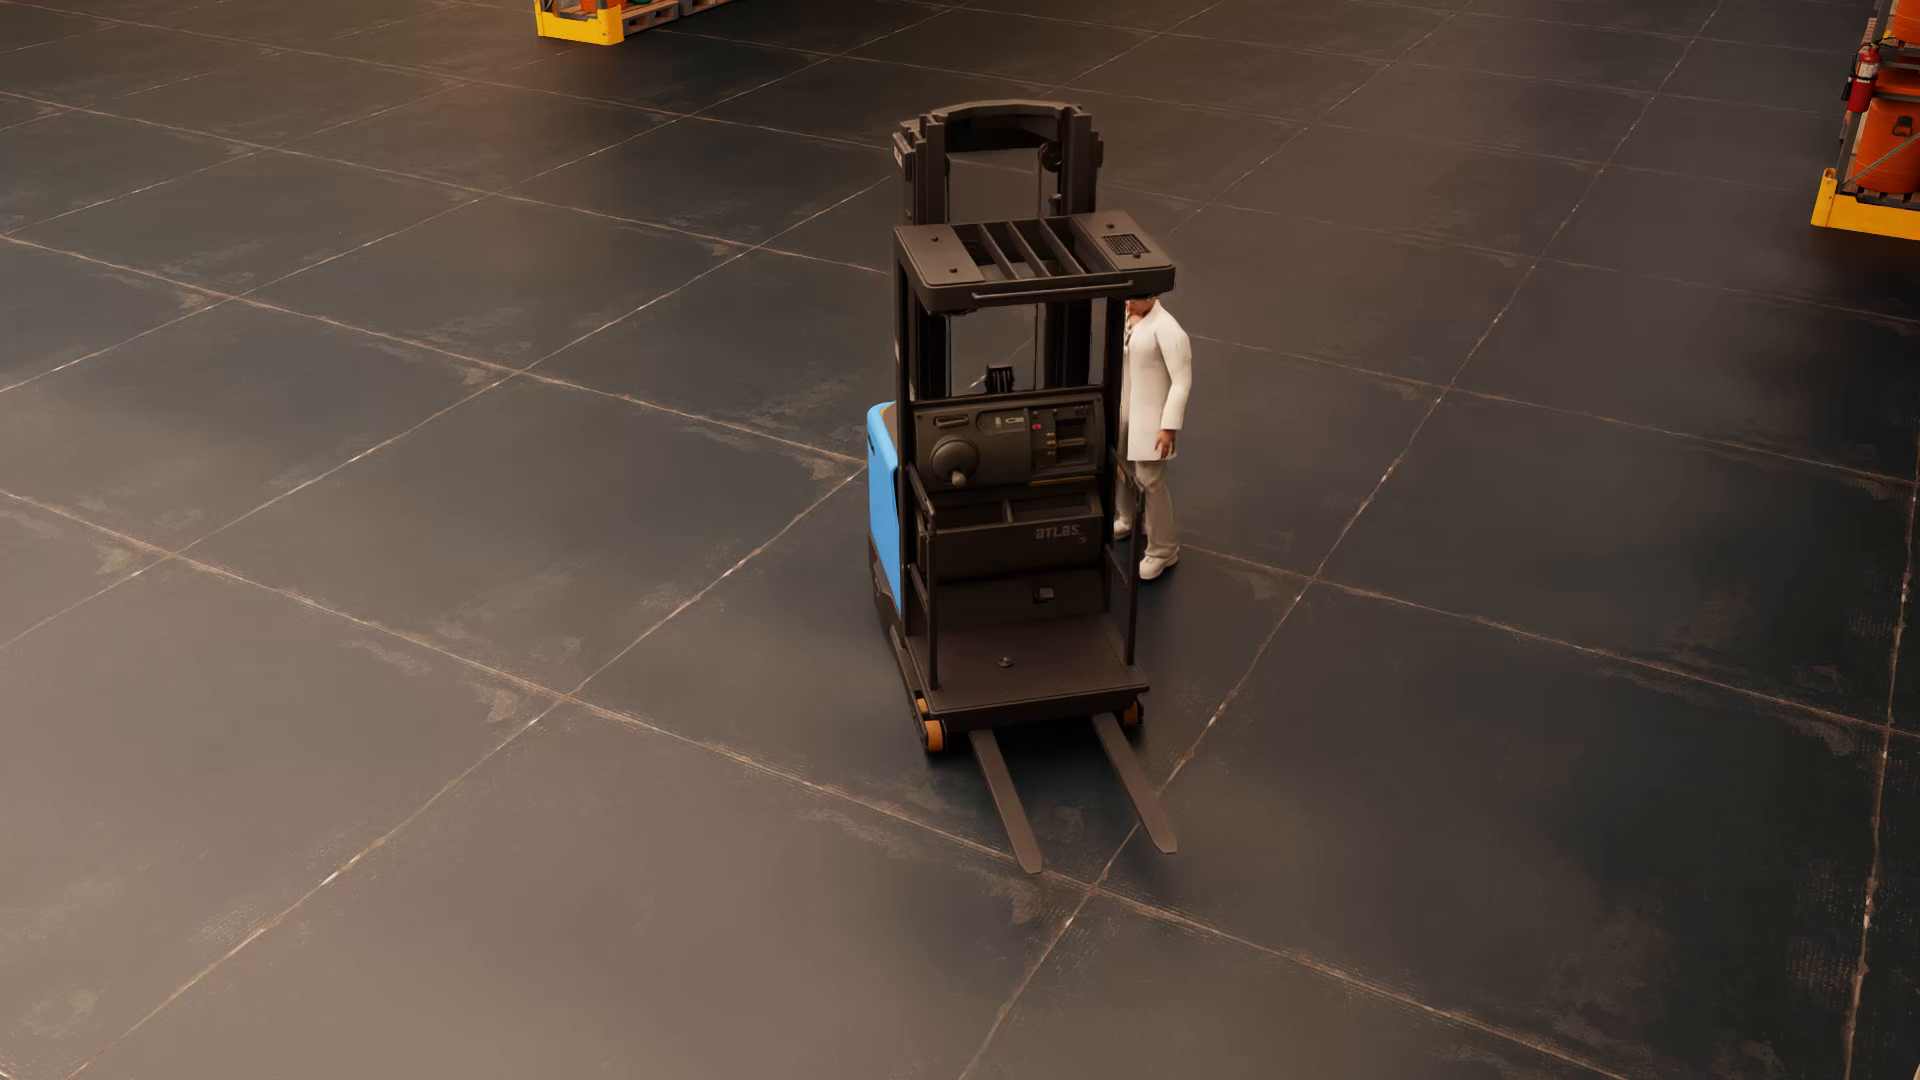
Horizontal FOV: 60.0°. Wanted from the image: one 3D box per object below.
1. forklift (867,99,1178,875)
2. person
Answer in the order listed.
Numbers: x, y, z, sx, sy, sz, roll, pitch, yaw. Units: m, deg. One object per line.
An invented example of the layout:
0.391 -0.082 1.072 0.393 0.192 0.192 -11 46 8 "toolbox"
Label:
0.293 -0.426 7.809 1.130 2.935 3.031 -6 31 -11 "forklift"
1.023 -0.728 9.515 0.453 1.752 0.823 -16 34 -26 "person"
